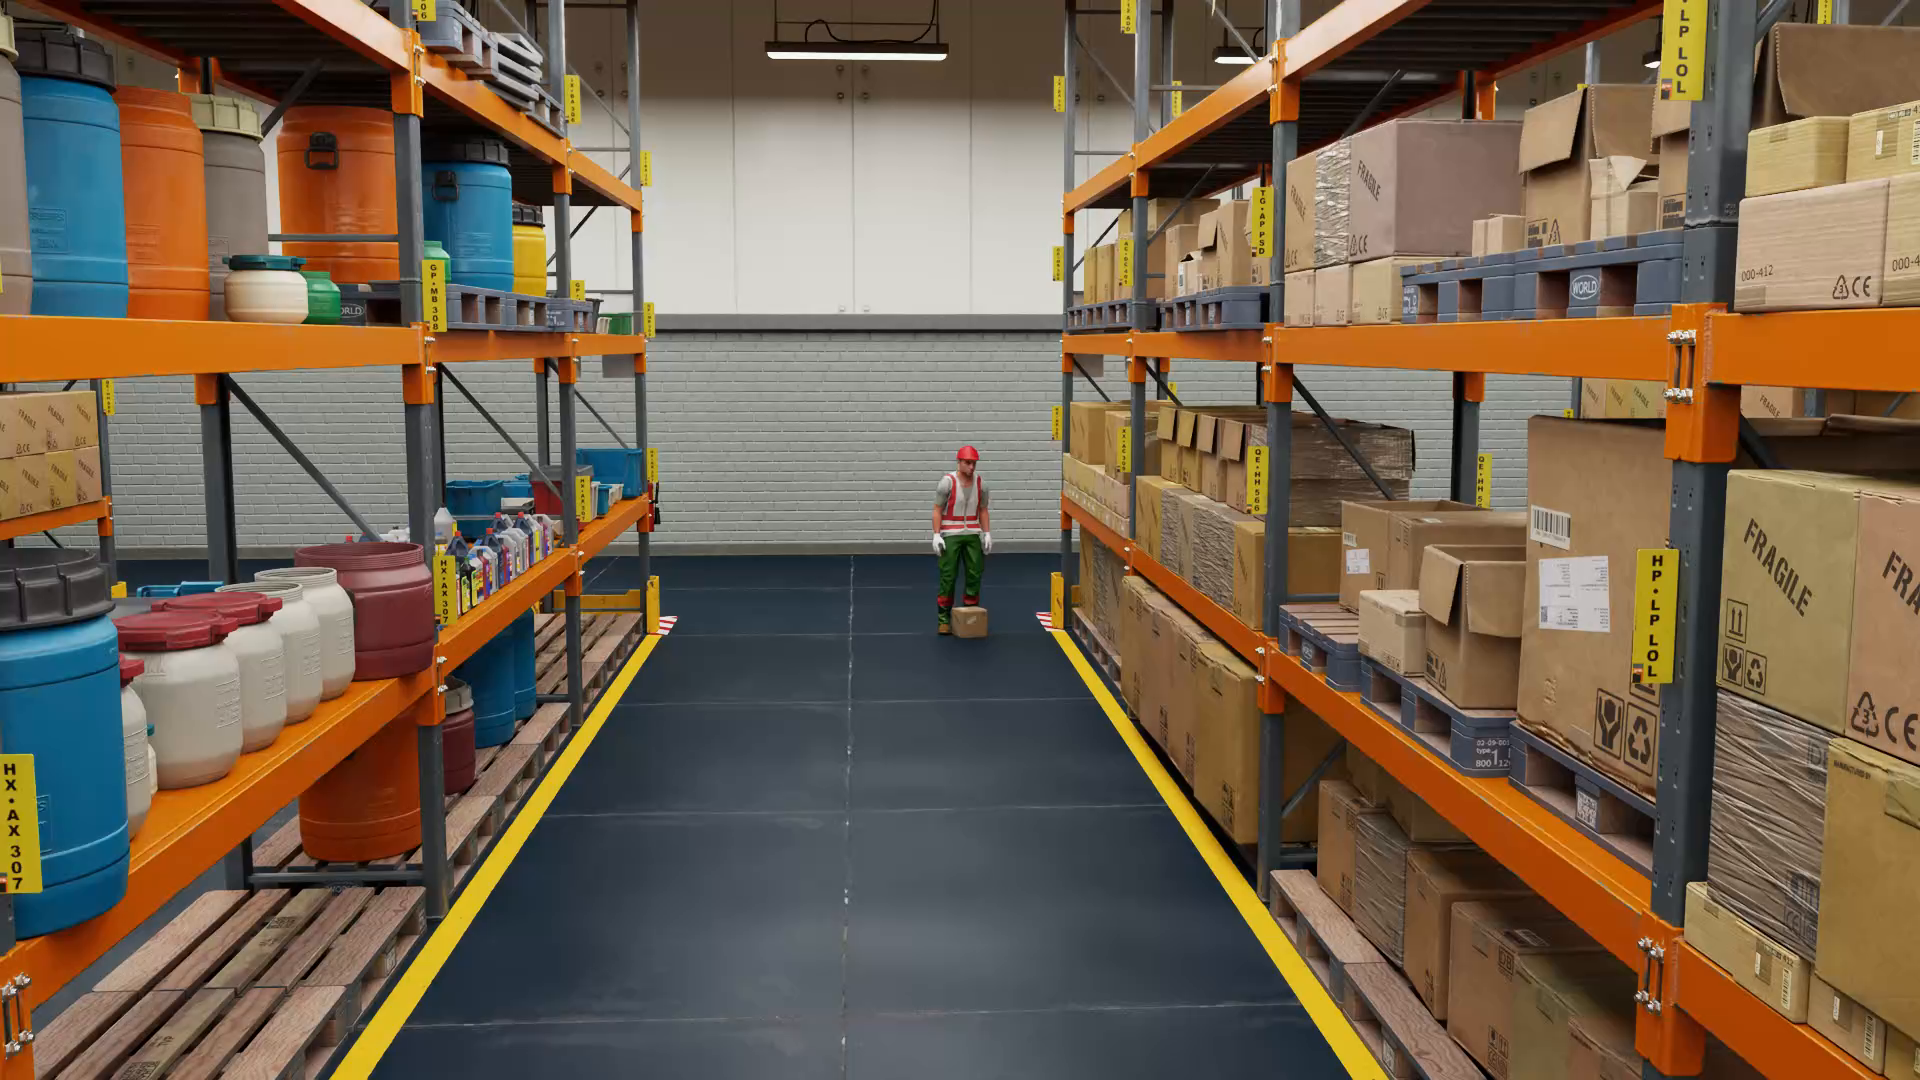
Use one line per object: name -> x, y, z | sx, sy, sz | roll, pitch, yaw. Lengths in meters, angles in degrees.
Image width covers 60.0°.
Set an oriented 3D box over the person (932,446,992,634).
person -> 0.024, -0.009, 15.760 | 0.613, 1.778, 0.452 | -3, 7, -22
